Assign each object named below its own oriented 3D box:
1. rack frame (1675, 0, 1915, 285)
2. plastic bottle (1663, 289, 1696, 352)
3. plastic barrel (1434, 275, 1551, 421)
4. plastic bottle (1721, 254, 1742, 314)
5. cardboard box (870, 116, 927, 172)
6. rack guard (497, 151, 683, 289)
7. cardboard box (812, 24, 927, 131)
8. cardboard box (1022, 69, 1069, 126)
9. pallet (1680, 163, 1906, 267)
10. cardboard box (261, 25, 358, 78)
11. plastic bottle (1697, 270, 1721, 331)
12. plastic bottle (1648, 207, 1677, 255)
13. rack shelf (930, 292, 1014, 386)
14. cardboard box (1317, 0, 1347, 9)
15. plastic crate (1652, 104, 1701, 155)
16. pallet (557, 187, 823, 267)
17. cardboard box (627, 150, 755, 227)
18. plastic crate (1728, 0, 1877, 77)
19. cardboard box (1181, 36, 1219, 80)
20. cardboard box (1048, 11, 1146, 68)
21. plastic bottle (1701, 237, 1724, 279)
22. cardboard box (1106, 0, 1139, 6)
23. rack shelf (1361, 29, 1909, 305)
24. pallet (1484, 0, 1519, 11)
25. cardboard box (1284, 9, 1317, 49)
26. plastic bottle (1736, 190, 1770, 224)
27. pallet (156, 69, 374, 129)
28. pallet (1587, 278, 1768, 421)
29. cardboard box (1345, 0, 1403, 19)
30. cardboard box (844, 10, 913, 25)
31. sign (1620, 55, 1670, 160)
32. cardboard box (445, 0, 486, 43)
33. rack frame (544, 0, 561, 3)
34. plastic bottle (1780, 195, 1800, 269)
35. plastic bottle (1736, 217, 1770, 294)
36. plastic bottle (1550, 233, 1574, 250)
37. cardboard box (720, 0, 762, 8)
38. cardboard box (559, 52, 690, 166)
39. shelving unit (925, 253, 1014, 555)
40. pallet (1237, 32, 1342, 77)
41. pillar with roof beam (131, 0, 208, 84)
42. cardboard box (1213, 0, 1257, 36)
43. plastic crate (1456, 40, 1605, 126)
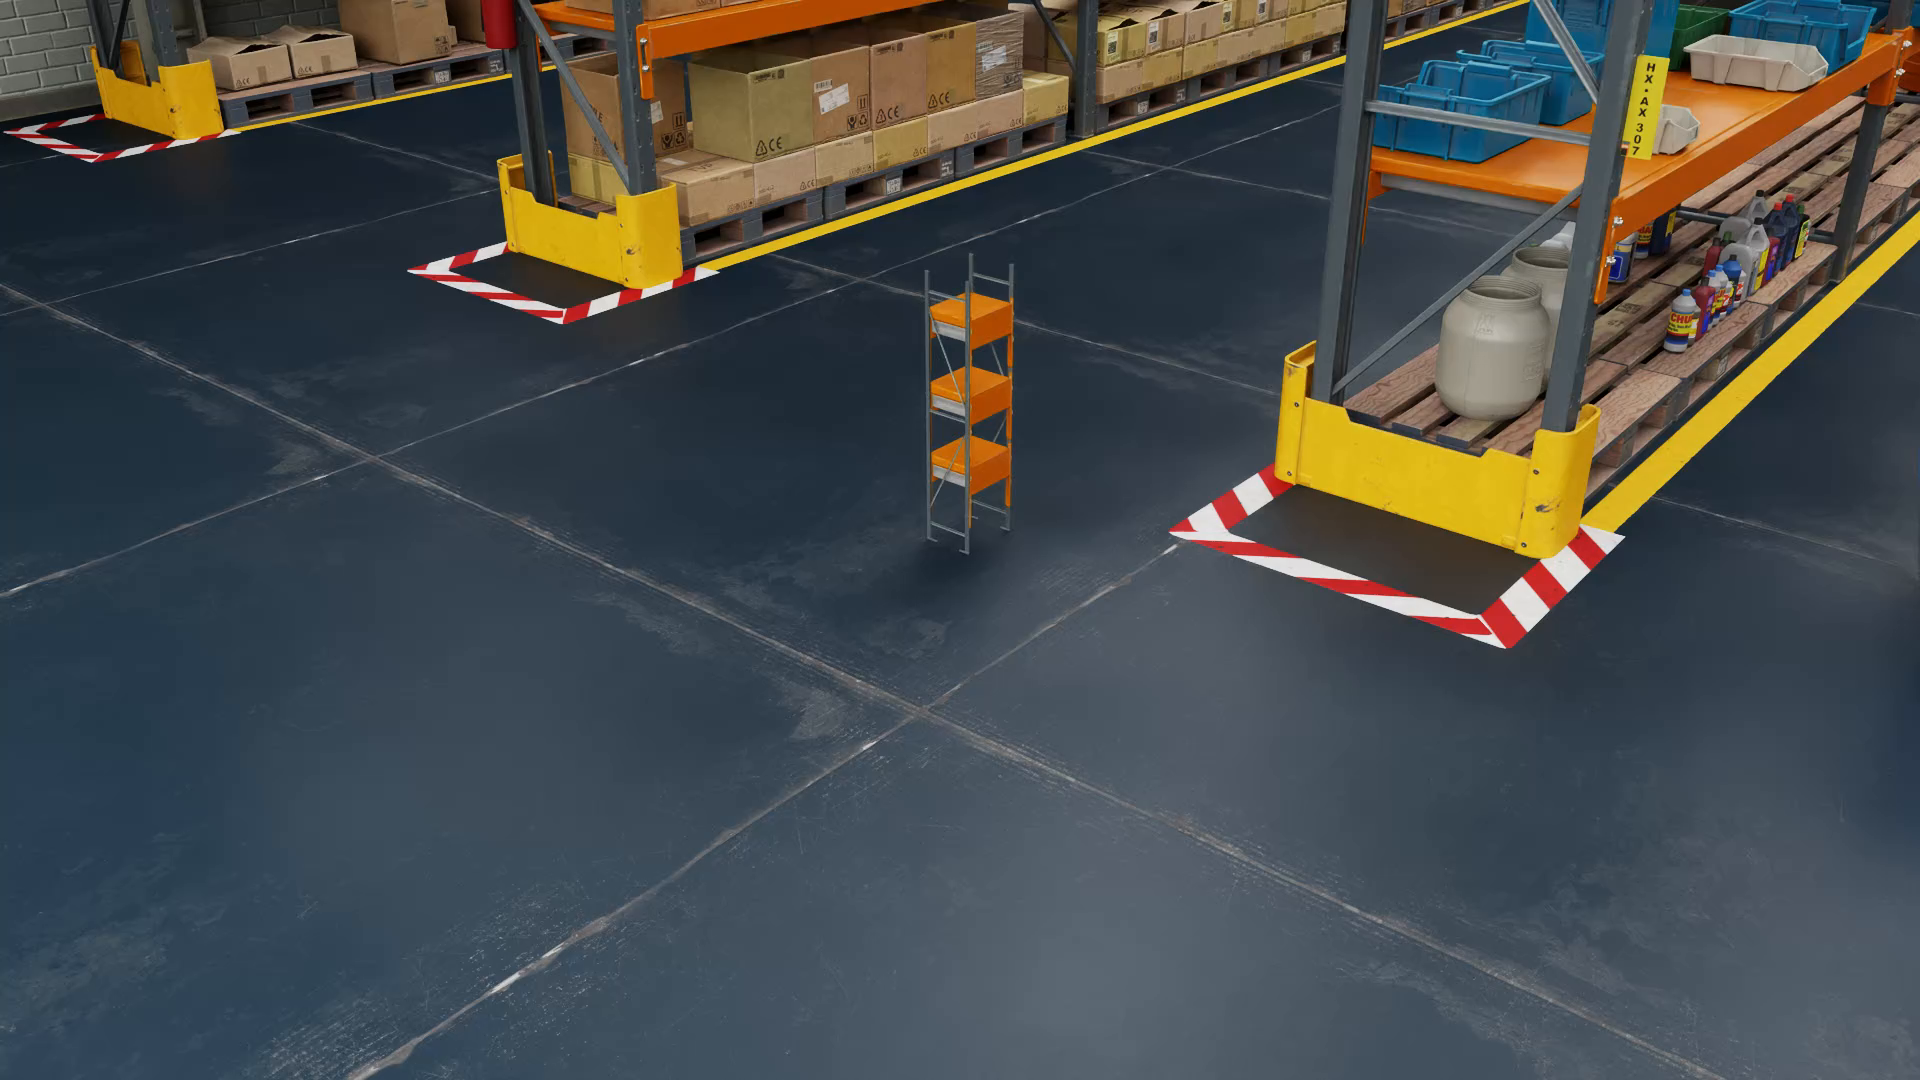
[{"bbox_3d":[4.343,-2.860,8.513,1.000,3.000,0.127,21,34,34],"label":"rack frame"},{"bbox_3d":[3.192,-0.977,7.364,0.097,0.271,0.097,0,27,0],"label":"plastic bottle"},{"bbox_3d":[2.158,-0.779,6.741,0.421,0.512,0.421,0,27,0],"label":"plastic barrel"},{"bbox_3d":[3.603,-1.206,7.806,0.097,0.271,0.097,0,27,0],"label":"plastic bottle"},{"bbox_3d":[-0.553,-2.512,10.377,0.500,0.250,0.500,21,34,34],"label":"cardboard box"},{"bbox_3d":[-2.036,-1.772,9.131,1.175,0.500,0.348,21,34,34],"label":"rack guard"},{"bbox_3d":[-0.552,-2.845,10.204,0.500,0.500,0.500,21,34,34],"label":"cardboard box"},{"bbox_3d":[0.397,-3.046,11.408,0.500,0.250,0.500,21,34,34],"label":"cardboard box"},{"bbox_3d":[4.812,-1.911,9.714,1.003,0.211,1.213,21,34,34],"label":"pallet"},{"bbox_3d":[-4.974,-3.759,12.700,0.500,0.311,0.500,24,36,38],"label":"cardboard box"},{"bbox_3d":[3.410,-1.098,7.599,0.097,0.271,0.097,0,27,0],"label":"plastic bottle"},{"bbox_3d":[3.621,-1.671,8.621,0.144,0.351,0.185,21,34,34],"label":"plastic bottle"},{"bbox_3d":[0.034,-0.728,5.920,0.215,0.259,0.240,21,34,34],"label":"rack shelf"},{"bbox_3d":[2.924,-4.683,13.964,0.500,0.311,0.500,22,34,36],"label":"cardboard box"},{"bbox_3d":[2.616,-1.548,6.264,0.298,0.136,0.250,21,34,34],"label":"plastic crate"},{"bbox_3d":[-1.567,-1.935,9.761,1.003,0.211,1.213,21,34,34],"label":"pallet"},{"bbox_3d":[-1.508,-1.981,9.350,0.500,0.250,0.500,21,34,34],"label":"cardboard box"},{"bbox_3d":[3.848,-2.322,7.635,0.499,0.251,0.616,21,34,34],"label":"plastic crate"},{"bbox_3d":[1.624,-3.710,12.692,0.500,0.250,0.500,20,33,33],"label":"cardboard box"},{"bbox_3d":[0.978,-3.597,11.863,0.500,0.311,0.500,21,34,35],"label":"cardboard box"},{"bbox_3d":[3.639,-1.328,8.030,0.061,0.283,0.133,21,34,34],"label":"plastic bottle"},{"bbox_3d":[1.205,-4.113,12.861,0.500,0.311,0.500,21,34,34],"label":"cardboard box"},{"bbox_3d":[3.071,-1.831,7.308,1.077,0.370,4.000,21,34,34],"label":"rack shelf"},{"bbox_3d":[5.123,-5.607,16.859,1.003,0.211,1.213,21,34,34],"label":"pallet"},{"bbox_3d":[2.596,-4.250,13.737,0.500,0.250,0.500,20,34,34],"label":"cardboard box"},{"bbox_3d":[4.044,-1.608,8.498,0.144,0.351,0.185,21,34,34],"label":"plastic bottle"},{"bbox_3d":[-5.254,-3.403,12.598,1.003,0.211,1.213,21,34,34],"label":"pallet"},{"bbox_3d":[3.108,-0.961,7.877,1.003,0.211,1.213,21,34,34],"label":"pallet"},{"bbox_3d":[3.577,-4.890,14.679,0.500,0.500,0.500,22,35,36],"label":"cardboard box"},{"bbox_3d":[-0.649,-3.179,10.851,0.500,0.500,0.500,21,34,34],"label":"cardboard box"},{"bbox_3d":[2.220,-1.402,5.394,0.100,0.325,0.005,21,34,34],"label":"sign"},{"bbox_3d":[-3.931,-4.461,13.850,0.500,0.500,0.500,18,32,31],"label":"cardboard box"},{"bbox_3d":[-3.302,-5.755,14.110,1.000,3.000,0.127,21,34,34],"label":"rack frame"},{"bbox_3d":[4.156,-1.566,8.417,0.144,0.351,0.185,20,33,33],"label":"plastic bottle"},{"bbox_3d":[3.828,-1.383,8.064,0.144,0.351,0.185,21,34,34],"label":"plastic bottle"},{"bbox_3d":[2.898,-1.337,8.055,0.152,0.276,0.135,20,33,33],"label":"plastic bottle"},{"bbox_3d":[-1.384,-3.284,9.225,0.700,0.500,0.500,22,34,36],"label":"cardboard box"},{"bbox_3d":[-1.910,-2.466,9.471,0.500,0.500,0.500,21,34,34],"label":"cardboard box"},{"bbox_3d":[0.034,-0.485,6.045,0.215,1.050,0.252,21,34,34],"label":"shelving unit"},{"bbox_3d":[2.514,-4.208,14.154,1.003,0.211,1.213,21,34,34],"label":"pallet"},{"bbox_3d":[-2.746,-6.244,8.527,9.100,9.000,0.400,21,34,34],"label":"pillar with roof beam"},{"bbox_3d":[1.955,-4.142,12.917,0.500,0.311,0.500,22,34,36],"label":"cardboard box"},{"bbox_3d":[2.304,-1.869,6.760,0.499,0.251,0.408,21,34,34],"label":"plastic crate"}]
